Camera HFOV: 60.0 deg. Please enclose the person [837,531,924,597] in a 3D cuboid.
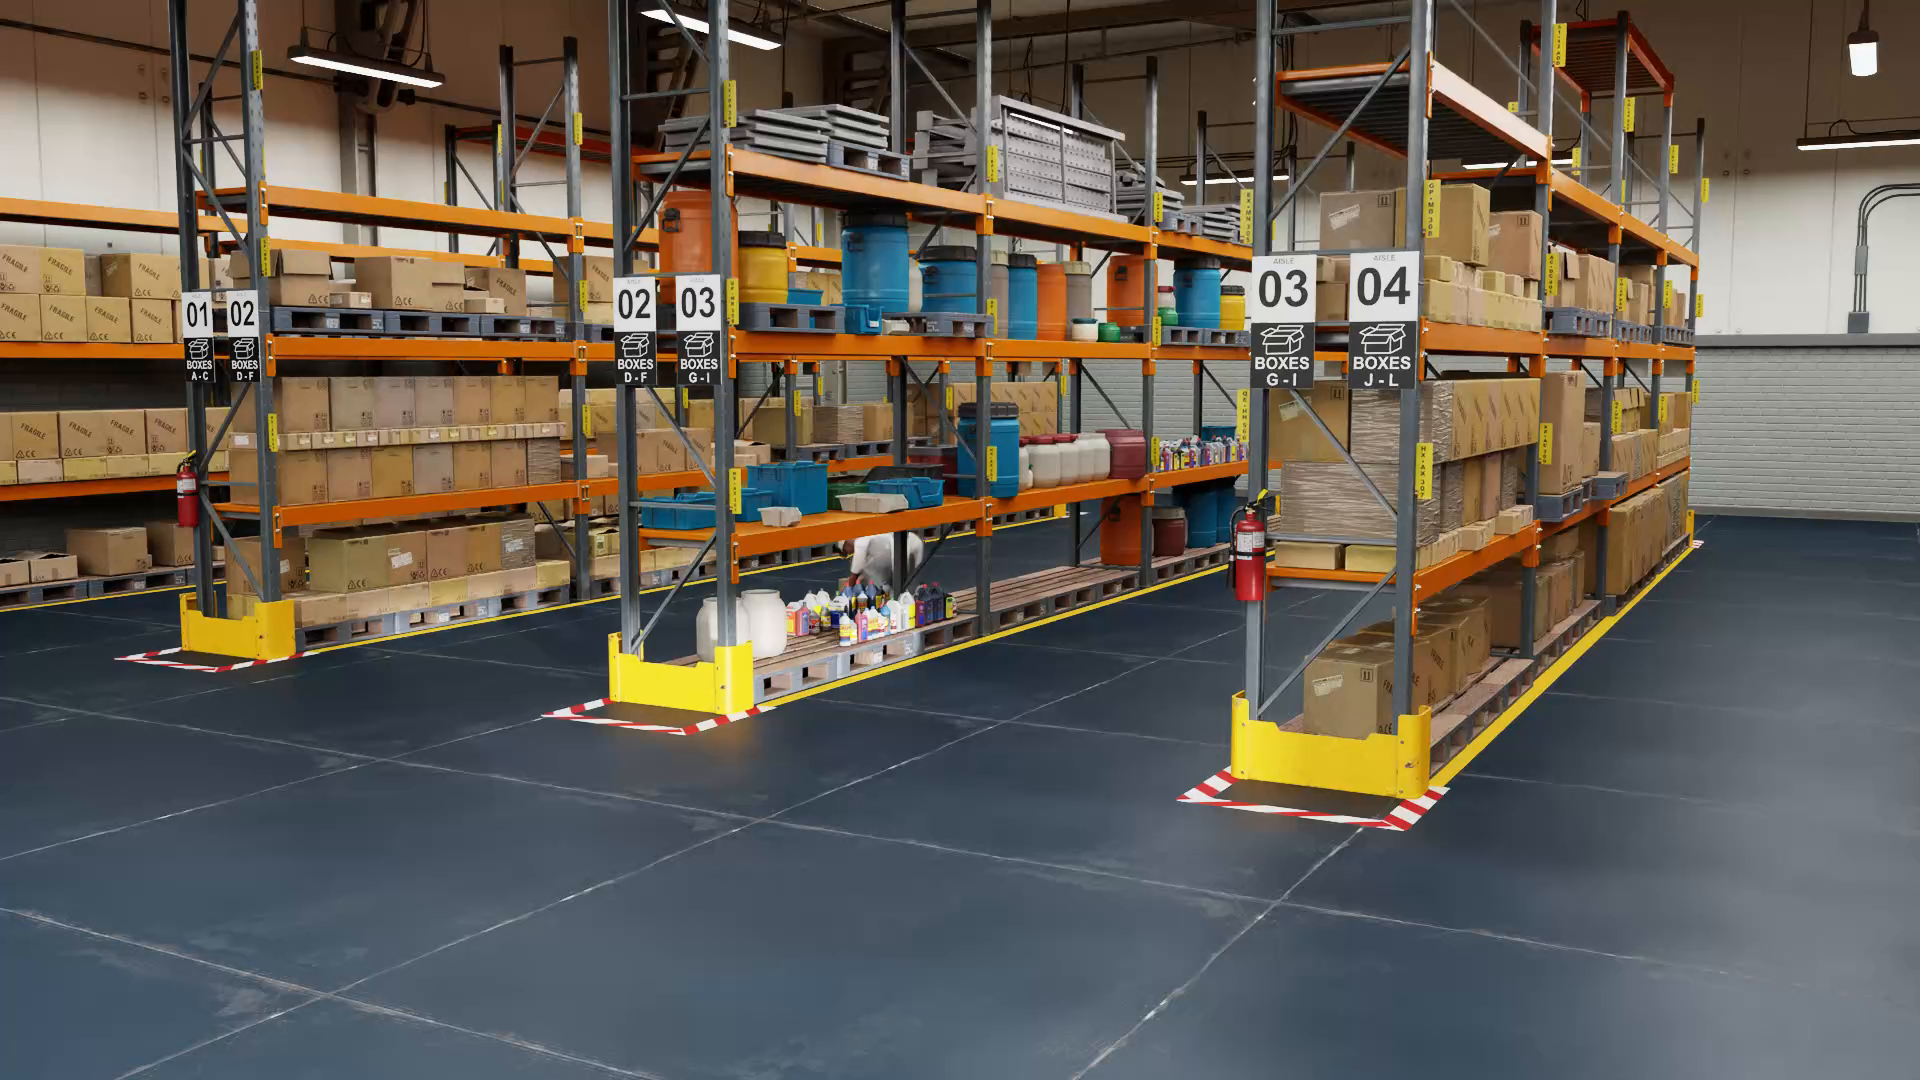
[{"bbox_3d":[-0.885,0.287,17.922,0.980,0.843,0.518,3,7,27],"label":"person"}]
